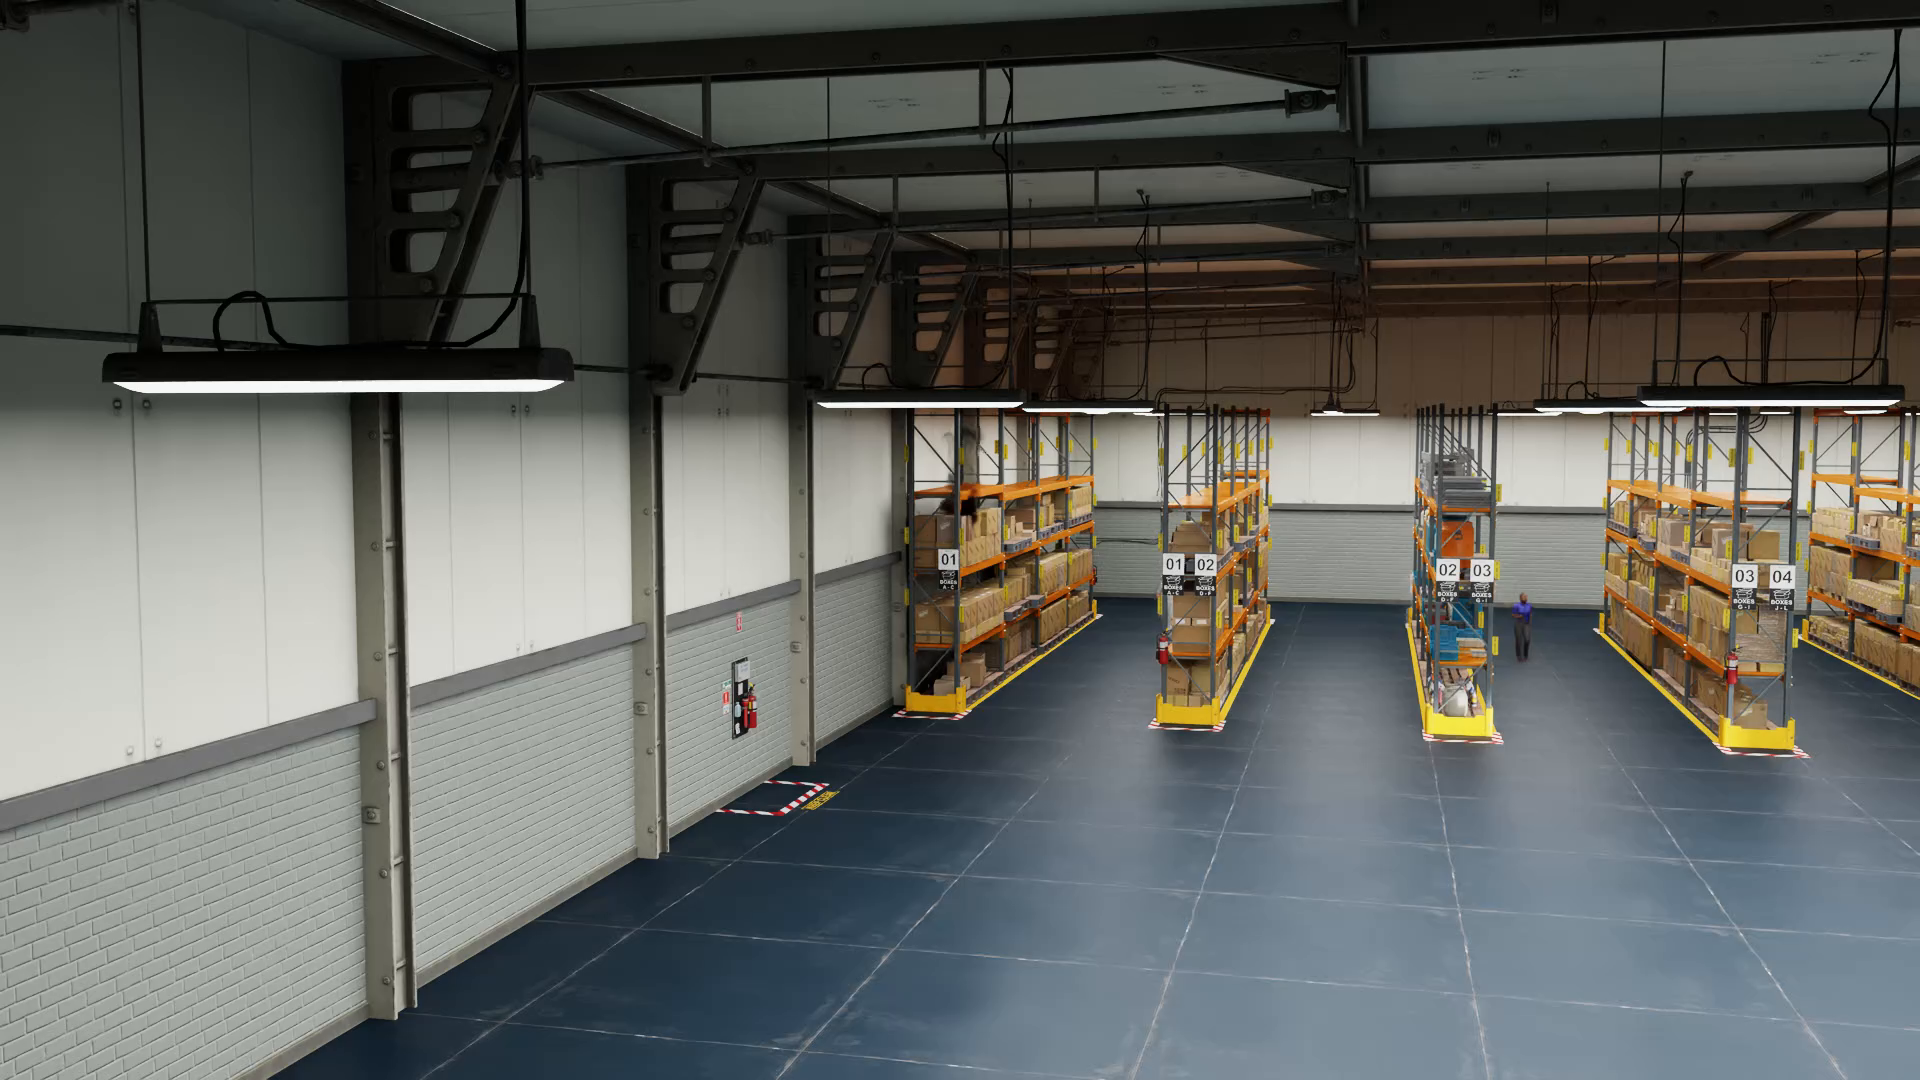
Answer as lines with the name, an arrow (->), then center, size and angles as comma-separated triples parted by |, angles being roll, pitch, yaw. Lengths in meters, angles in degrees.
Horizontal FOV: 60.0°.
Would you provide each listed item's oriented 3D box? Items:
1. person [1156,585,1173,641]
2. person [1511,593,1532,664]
person -> 5.381, 1.726, 42.834 | 0.669, 1.762, 0.880 | 1, 4, 13
person -> 13.186, 2.083, 39.014 | 0.546, 1.689, 0.700 | 0, 4, 4
